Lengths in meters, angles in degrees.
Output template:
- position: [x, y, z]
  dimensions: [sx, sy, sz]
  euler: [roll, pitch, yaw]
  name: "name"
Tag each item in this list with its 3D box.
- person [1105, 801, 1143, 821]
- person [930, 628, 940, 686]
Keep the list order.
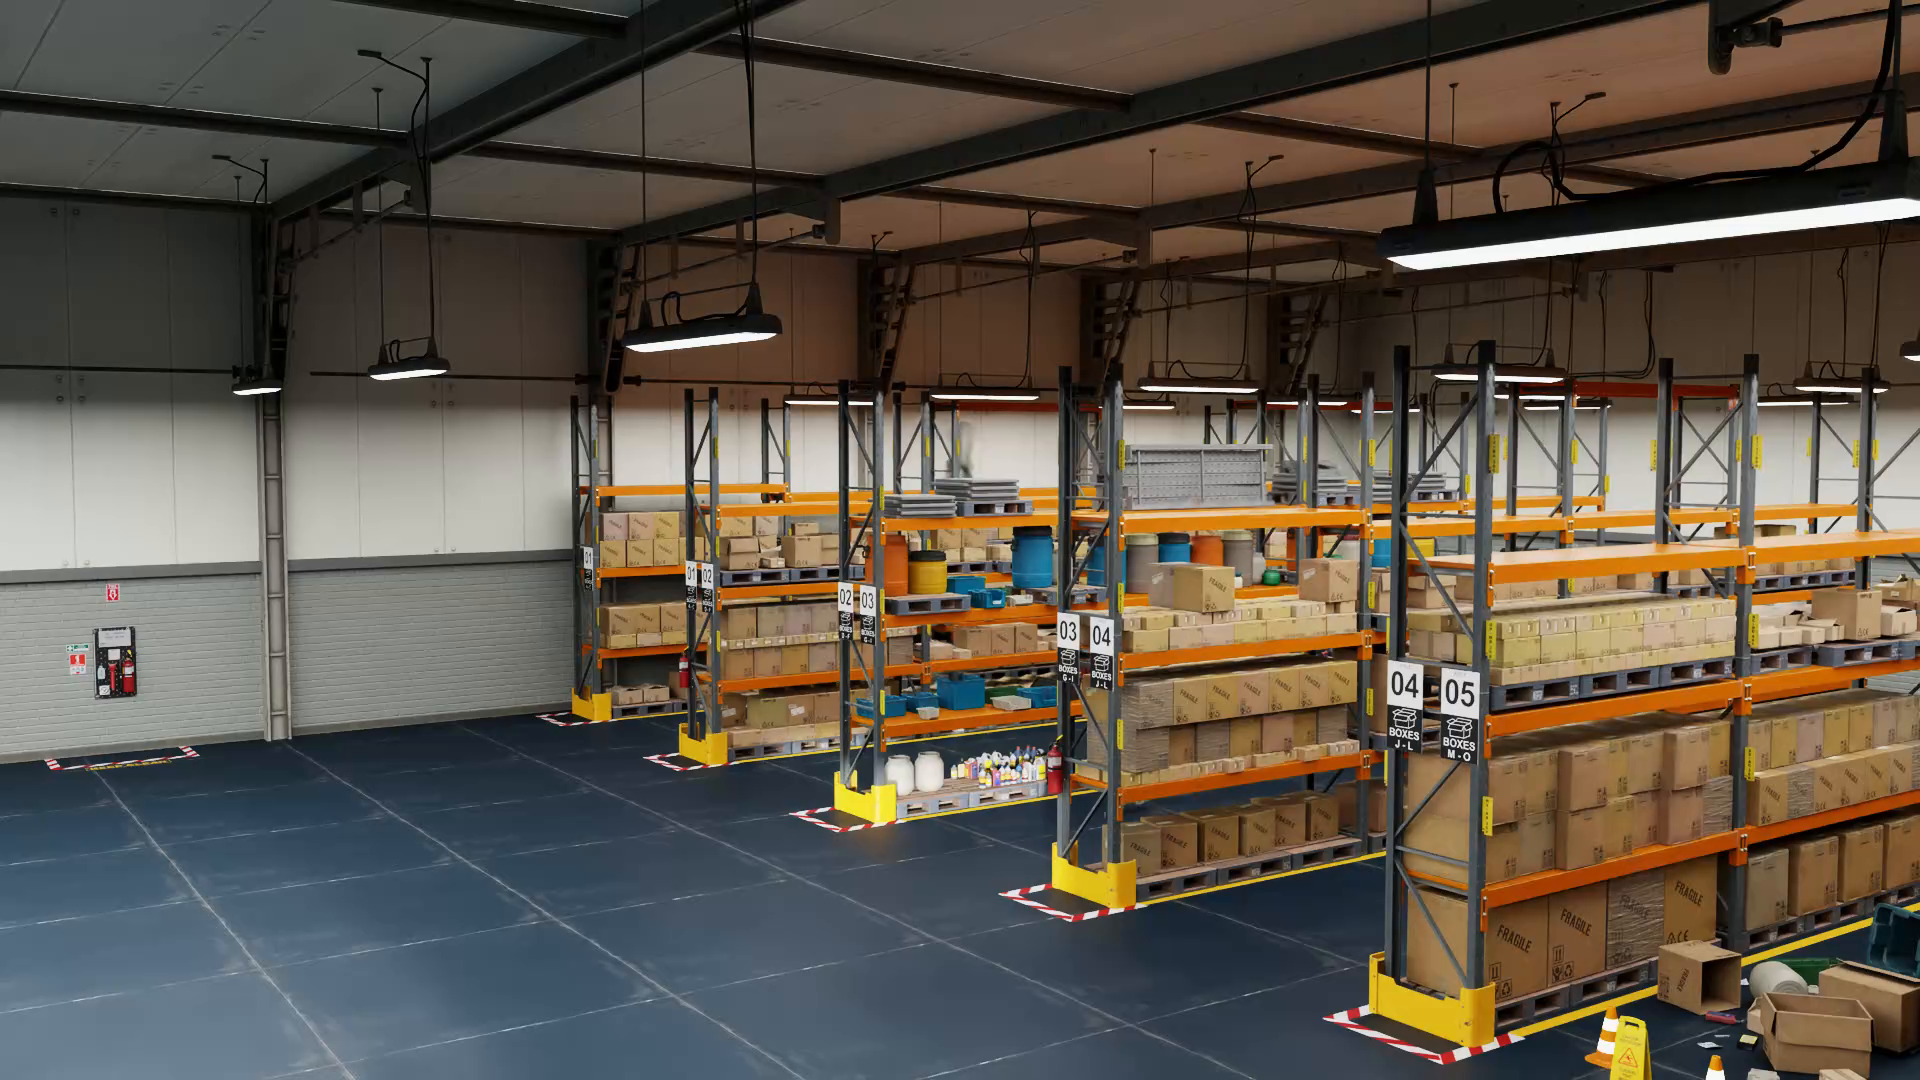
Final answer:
- position: [2.298, 3.004, 22.906]
  dimensions: [0.539, 1.594, 0.957]
  euler: [2, 4, 36]
  name: "person"
- position: [-0.502, 2.466, 31.148]
  dimensions: [0.798, 1.741, 0.582]
  euler: [-2, 4, -32]
  name: "person"
